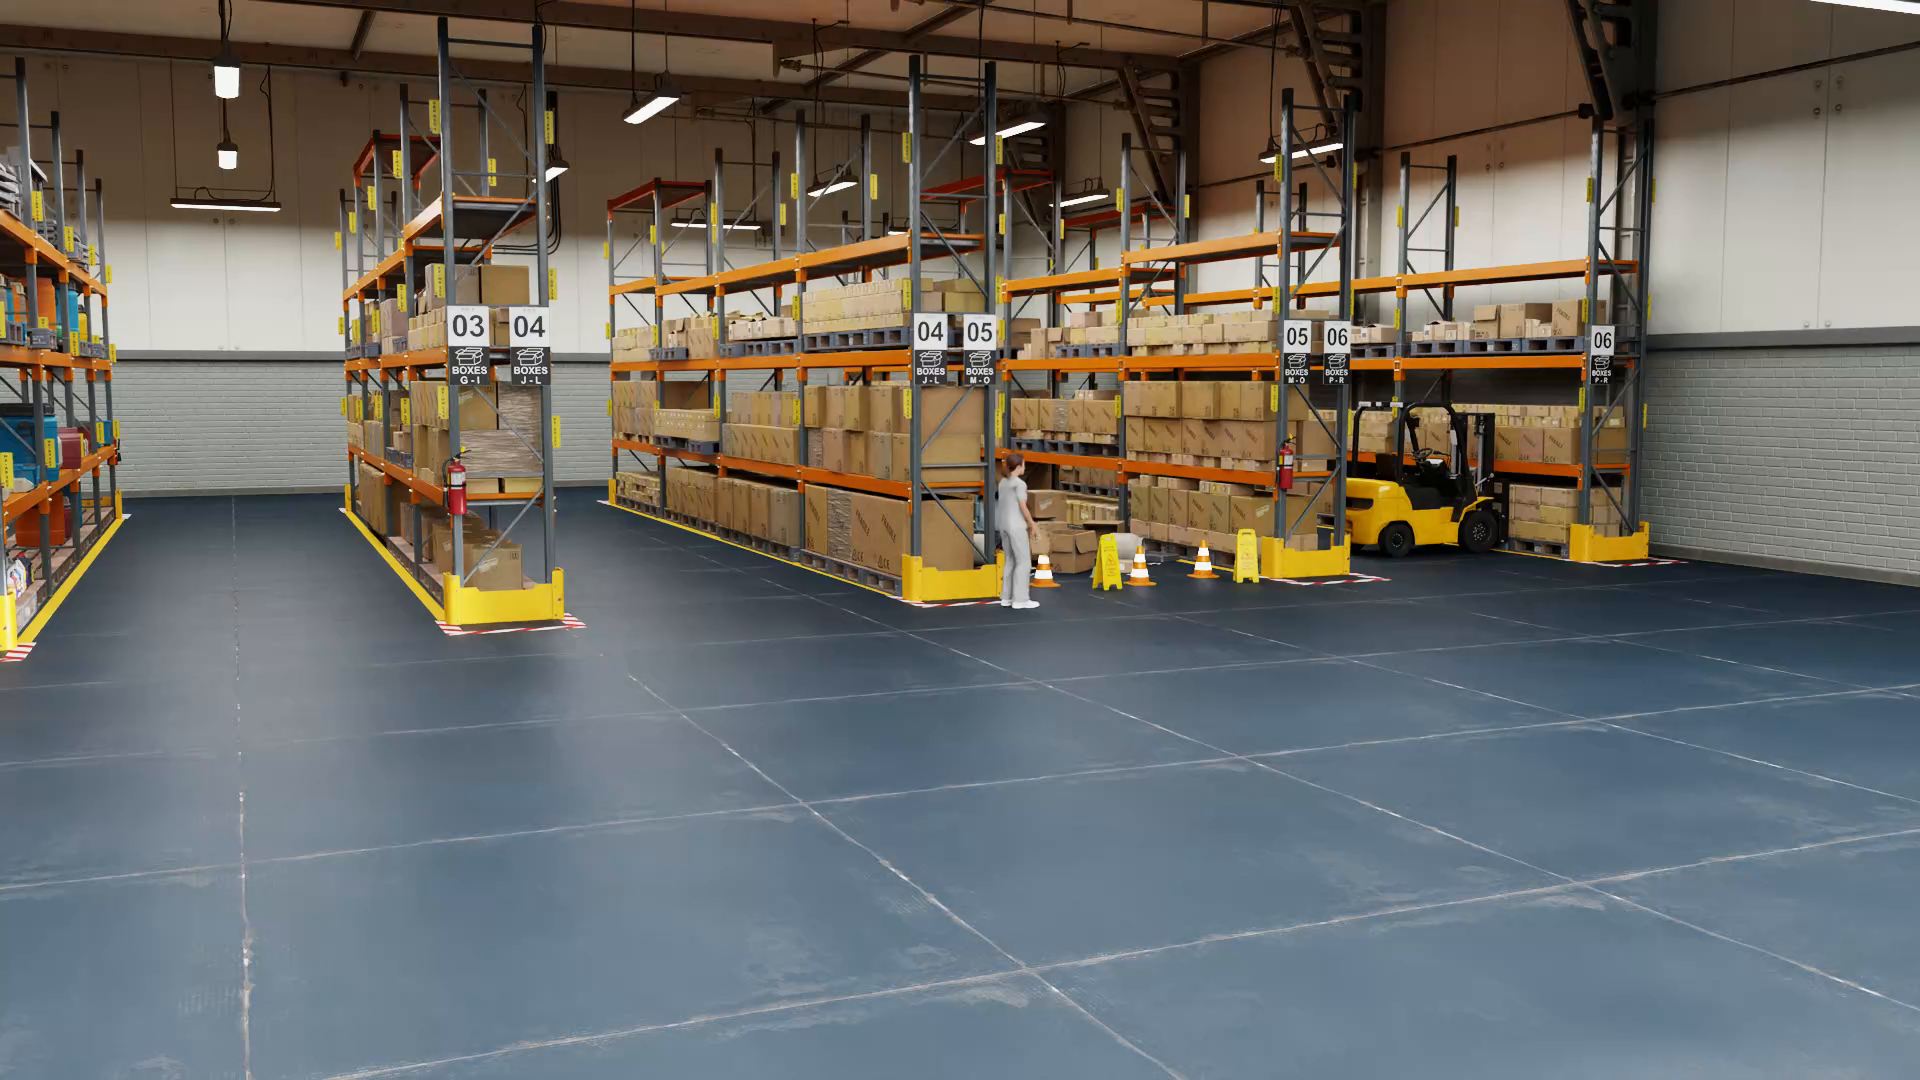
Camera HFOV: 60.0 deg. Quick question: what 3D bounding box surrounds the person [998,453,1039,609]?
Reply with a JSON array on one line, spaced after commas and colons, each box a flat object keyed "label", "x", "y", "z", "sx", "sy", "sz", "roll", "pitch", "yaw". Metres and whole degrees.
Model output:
[{"label": "person", "x": 0.611, "y": -0.107, "z": 18.064, "sx": 0.378, "sy": 1.676, "sz": 0.467, "roll": -3, "pitch": 6, "yaw": -29}]
